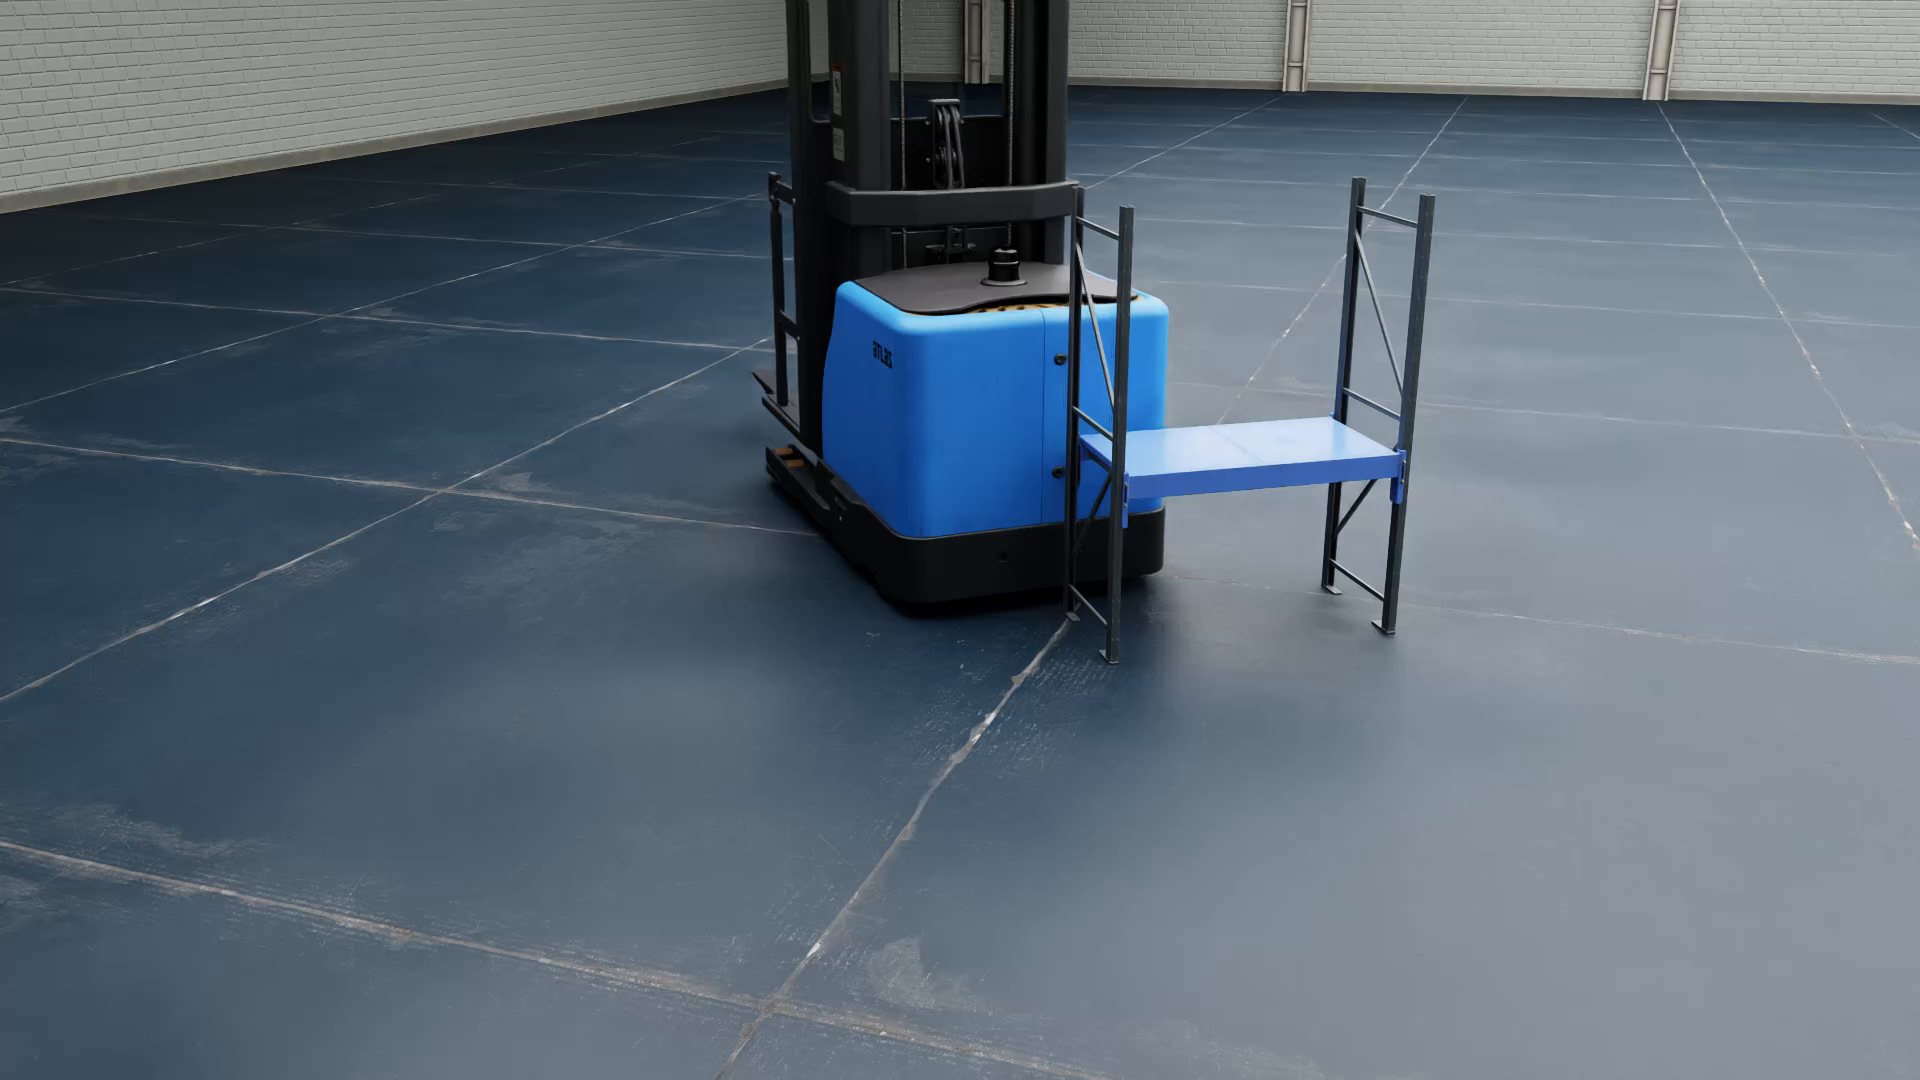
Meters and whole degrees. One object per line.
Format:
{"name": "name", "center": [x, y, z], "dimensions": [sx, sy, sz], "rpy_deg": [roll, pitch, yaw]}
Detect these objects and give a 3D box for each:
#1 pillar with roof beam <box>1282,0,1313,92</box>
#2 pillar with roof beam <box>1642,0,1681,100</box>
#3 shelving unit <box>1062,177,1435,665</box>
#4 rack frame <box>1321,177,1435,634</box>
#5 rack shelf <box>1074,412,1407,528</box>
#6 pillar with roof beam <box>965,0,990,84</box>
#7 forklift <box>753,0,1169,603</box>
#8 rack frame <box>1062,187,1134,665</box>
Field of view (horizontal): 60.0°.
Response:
{"name": "pillar with roof beam", "center": [4.578, -10.955, 24.448], "dimensions": [0.400, 9.000, 9.100], "rpy_deg": [7, 20, 18]}
{"name": "pillar with roof beam", "center": [10.245, -10.307, 22.589], "dimensions": [0.400, 9.000, 9.100], "rpy_deg": [7, 20, 18]}
{"name": "shelving unit", "center": [0.937, -0.418, 5.614], "dimensions": [1.048, 1.500, 0.538], "rpy_deg": [-5, 20, -14]}
{"name": "rack frame", "center": [1.427, -0.462, 5.739], "dimensions": [0.032, 1.500, 0.500], "rpy_deg": [-5, 20, -14]}
{"name": "rack shelf", "center": [0.937, -0.249, 5.673], "dimensions": [1.000, 0.185, 0.538], "rpy_deg": [-5, 20, -14]}
{"name": "pillar with roof beam", "center": [-1.090, -11.603, 26.307], "dimensions": [0.400, 9.000, 9.100], "rpy_deg": [7, 20, 18]}
{"name": "forklift", "center": [-0.222, -1.610, 6.858], "dimensions": [1.130, 2.935, 3.031], "rpy_deg": [-7, 20, -19]}
{"name": "rack frame", "center": [0.446, -0.375, 5.489], "dimensions": [0.032, 1.500, 0.500], "rpy_deg": [-5, 20, -14]}
